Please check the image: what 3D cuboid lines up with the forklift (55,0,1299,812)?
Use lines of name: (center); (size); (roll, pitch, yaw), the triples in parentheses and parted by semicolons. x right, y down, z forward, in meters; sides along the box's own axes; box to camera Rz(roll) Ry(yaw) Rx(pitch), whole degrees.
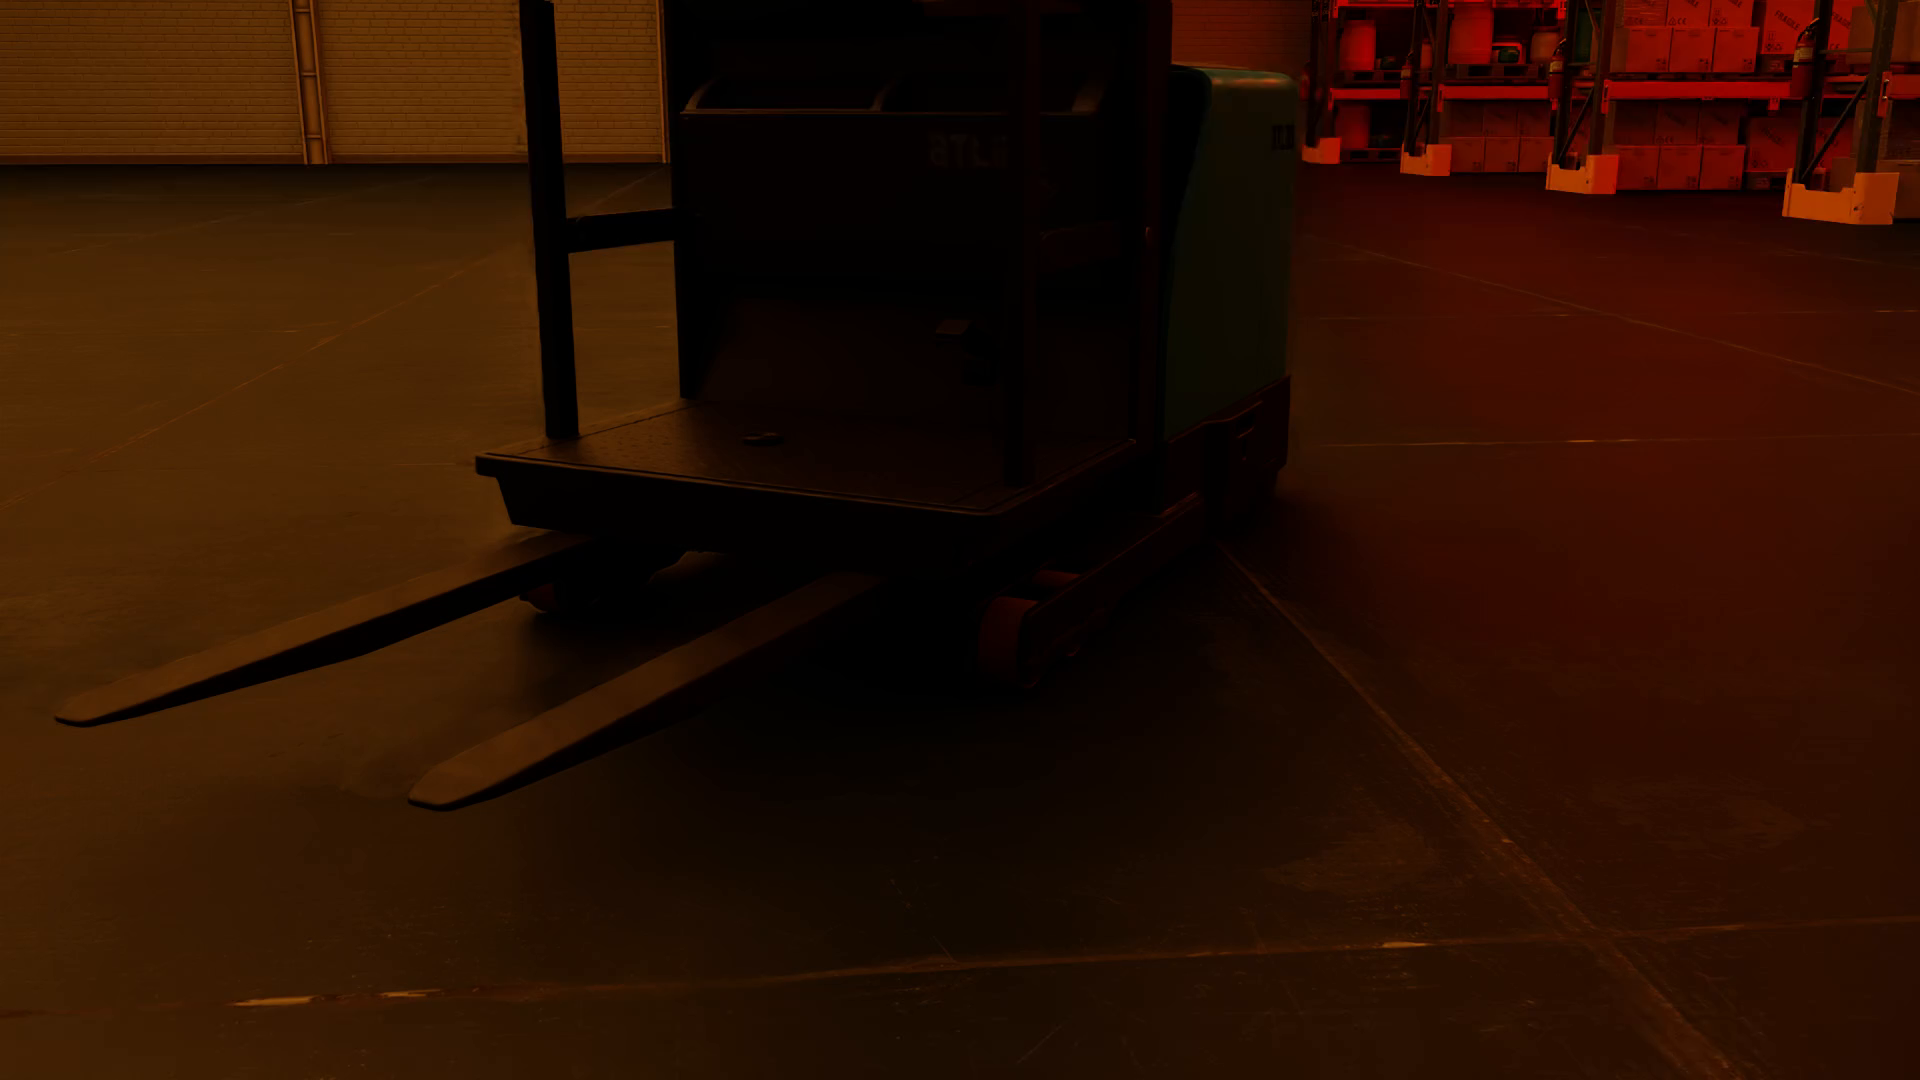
forklift: (-0.228, -1.280, 3.038); (1.130, 2.935, 3.031); (7, 16, 25)
